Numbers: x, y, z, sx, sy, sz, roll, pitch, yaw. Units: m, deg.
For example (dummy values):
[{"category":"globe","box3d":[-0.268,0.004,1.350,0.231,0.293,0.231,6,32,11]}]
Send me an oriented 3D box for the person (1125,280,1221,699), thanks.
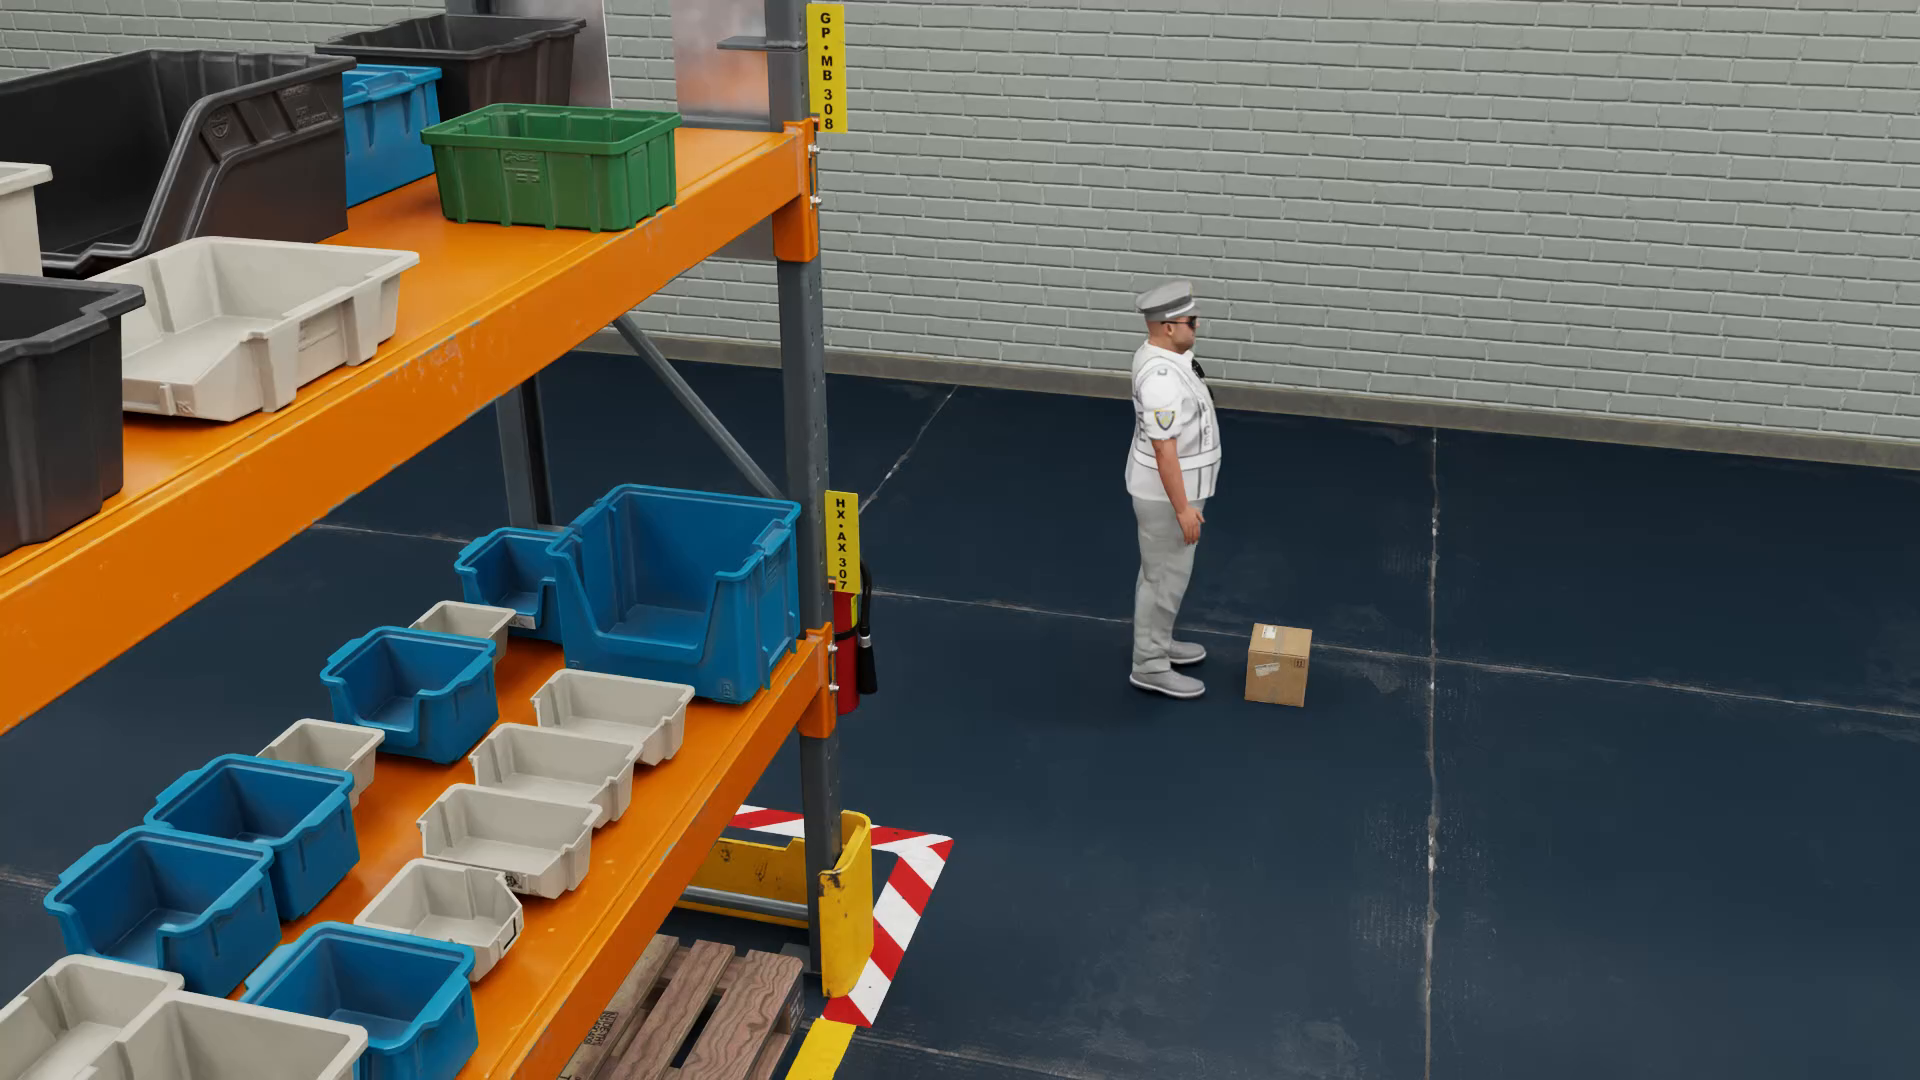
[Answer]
[{"category":"person","box3d":[0.898,-0.220,7.011,0.401,1.779,0.549,2,25,4]}]
